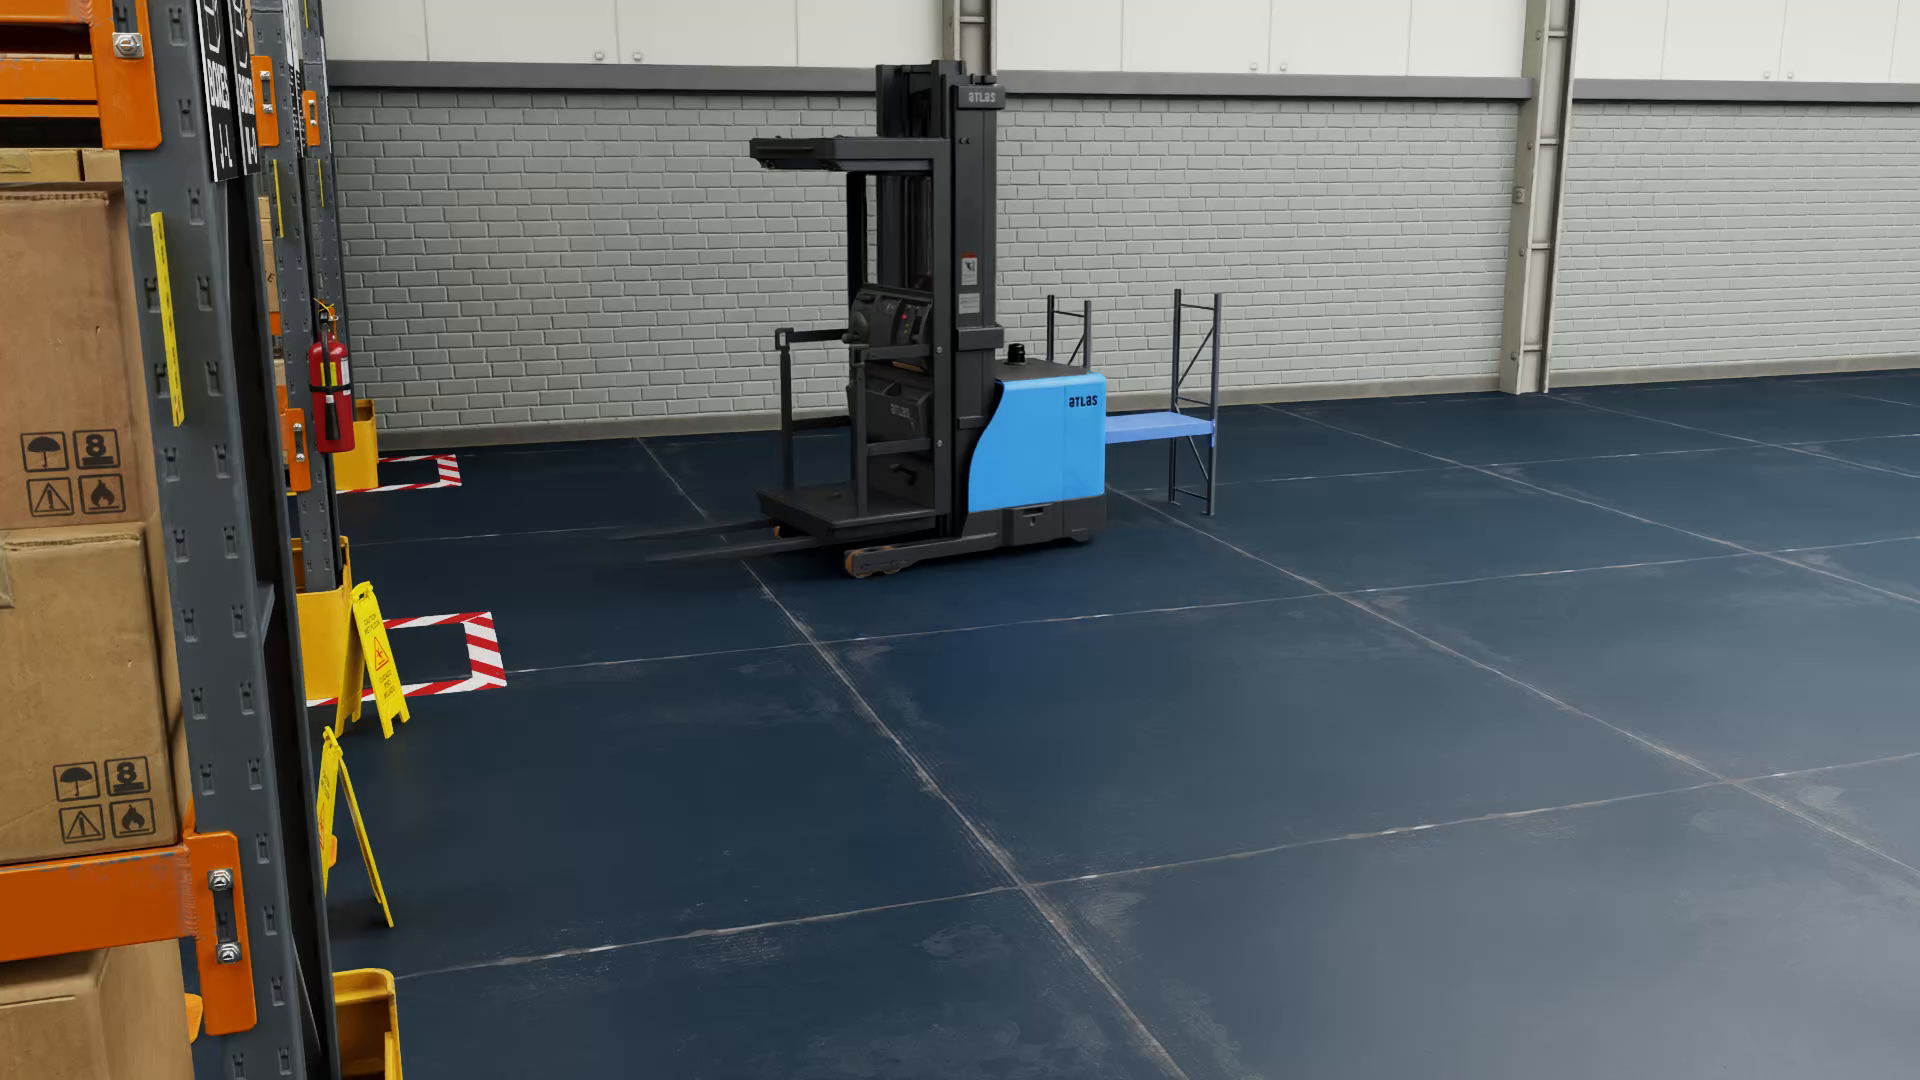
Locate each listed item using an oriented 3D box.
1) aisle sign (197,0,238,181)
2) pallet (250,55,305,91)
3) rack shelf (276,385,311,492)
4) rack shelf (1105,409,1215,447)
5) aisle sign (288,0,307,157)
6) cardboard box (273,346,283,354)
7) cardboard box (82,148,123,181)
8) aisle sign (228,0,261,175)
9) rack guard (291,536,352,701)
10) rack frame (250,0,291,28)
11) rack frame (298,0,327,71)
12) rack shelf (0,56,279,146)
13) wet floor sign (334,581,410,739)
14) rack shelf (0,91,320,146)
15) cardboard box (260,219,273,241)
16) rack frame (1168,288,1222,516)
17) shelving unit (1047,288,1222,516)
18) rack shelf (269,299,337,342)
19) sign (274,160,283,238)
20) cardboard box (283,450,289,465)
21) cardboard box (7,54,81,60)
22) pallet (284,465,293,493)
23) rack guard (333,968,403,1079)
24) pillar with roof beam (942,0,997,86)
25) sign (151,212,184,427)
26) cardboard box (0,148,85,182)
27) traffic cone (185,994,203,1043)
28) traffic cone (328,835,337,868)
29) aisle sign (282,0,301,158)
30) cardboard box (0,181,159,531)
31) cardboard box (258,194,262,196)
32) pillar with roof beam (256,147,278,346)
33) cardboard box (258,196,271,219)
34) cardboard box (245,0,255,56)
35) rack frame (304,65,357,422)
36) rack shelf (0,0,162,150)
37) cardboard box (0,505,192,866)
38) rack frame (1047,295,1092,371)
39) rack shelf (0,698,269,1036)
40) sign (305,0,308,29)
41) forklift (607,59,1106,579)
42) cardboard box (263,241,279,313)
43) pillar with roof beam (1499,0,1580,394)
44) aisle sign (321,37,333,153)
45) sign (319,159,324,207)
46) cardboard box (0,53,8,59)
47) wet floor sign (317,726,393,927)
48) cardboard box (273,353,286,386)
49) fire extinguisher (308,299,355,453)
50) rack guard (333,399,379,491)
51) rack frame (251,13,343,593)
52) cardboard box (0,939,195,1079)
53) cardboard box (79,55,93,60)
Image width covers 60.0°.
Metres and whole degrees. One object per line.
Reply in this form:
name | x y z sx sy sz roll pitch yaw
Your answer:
aisle sign | -1.231 -0.990 2.703 0.004 0.787 0.394 -4 14 -18
pallet | -5.334 -3.322 11.834 1.213 0.211 1.003 -4 14 -18
rack shelf | -4.964 -0.366 7.254 4.000 0.370 1.077 -4 14 -18
rack shelf | 1.154 -0.717 11.192 1.000 0.185 0.538 -7 15 -27
aisle sign | -3.109 -2.201 7.795 0.004 0.787 0.394 -4 14 -18
cardboard box | -5.171 -1.311 12.546 0.500 0.250 0.500 -5 14 -19
cardboard box | -3.483 -1.458 7.270 0.500 0.500 0.700 -5 14 -19
aisle sign | -1.423 -1.121 3.256 0.004 0.787 0.394 -4 14 -18
rack guard | -3.141 0.358 8.057 0.348 0.500 1.175 -4 14 -18
rack frame | -3.069 -3.782 7.097 0.127 3.000 1.000 -4 14 -18
rack frame | -4.655 -4.871 11.673 0.127 3.000 1.000 -4 14 -18
rack shelf | -4.964 -1.825 6.907 4.000 0.370 1.077 -4 14 -18
wet floor sign | -2.547 0.502 7.136 0.232 0.644 0.267 0 13 1
rack shelf | -6.551 -2.914 11.482 4.000 0.370 1.077 -4 14 -18
cardboard box | -4.895 -2.229 11.914 0.250 0.149 0.380 -4 14 -17
rack frame | 1.603 -0.947 11.383 0.032 1.500 0.500 -7 15 -27
shelving unit | 1.154 -0.892 11.150 1.048 1.500 0.538 -7 15 -27
rack shelf | -6.551 -1.454 11.830 4.000 0.370 1.077 -4 14 -18
sign | -2.911 -1.457 7.103 0.005 0.325 0.100 -4 14 -18
cardboard box | -5.000 -0.715 12.199 0.500 0.250 0.500 -4 14 -18
cardboard box | -3.806 -2.075 6.946 0.250 0.149 0.380 -4 14 -16
pallet | -5.367 -0.530 12.414 1.213 0.211 1.003 -4 14 -18
rack guard | -1.372 1.429 3.555 0.348 0.500 1.175 -4 14 -18
pillar with roof beam | 1.457 -4.515 10.180 0.400 9.000 9.100 -4 14 -18
sign | -1.234 -0.344 2.592 0.005 0.325 0.100 -4 14 -18
cardboard box | -3.965 -1.422 7.120 0.500 0.500 0.700 -4 14 -18
traffic cone | -2.351 1.177 4.697 0.334 0.463 0.336 -4 14 -18
traffic cone | -2.389 0.904 5.844 0.334 0.463 0.336 -4 14 -18
aisle sign | -2.918 -2.069 7.242 0.004 0.787 0.394 -4 14 -18
cardboard box | -1.758 -0.365 3.037 0.550 0.550 0.875 -4 14 -18
cardboard box | -5.314 -2.477 12.314 0.250 0.149 0.380 -4 14 -16
pillar with roof beam | -4.230 -4.073 8.318 0.400 9.000 9.100 -4 14 -18
cardboard box | -4.928 -2.388 11.940 0.250 0.149 0.380 -4 14 -18
cardboard box | -4.997 -3.627 11.586 0.500 0.500 0.500 -4 14 -16
rack frame | -4.655 -1.952 12.367 0.127 3.000 1.000 -4 14 -18
rack shelf | -3.290 -0.747 2.374 4.000 0.370 1.077 -4 14 -18
cardboard box | -1.732 0.179 3.084 0.550 0.550 0.875 -4 14 -18
rack frame | 0.705 -0.836 10.918 0.032 1.500 0.500 -7 15 -27
rack shelf | -3.290 0.712 2.721 4.000 0.370 1.077 -4 14 -18
sign | -4.496 -3.683 11.422 0.005 0.325 0.100 -4 14 -18
forklift | -0.600 -1.338 9.936 3.031 2.935 1.130 -8 16 -30
cardboard box | -5.038 -1.907 11.960 0.500 0.500 0.500 -5 14 -19
pillar with roof beam | 7.144 -4.958 12.042 0.400 9.000 9.100 -4 14 -18
aisle sign | -4.500 -3.157 11.816 0.004 0.787 0.394 -4 14 -18
sign | -4.496 -2.510 11.701 0.005 0.325 0.100 -4 14 -18
cardboard box | -4.067 -2.071 6.929 0.250 0.149 0.380 -4 14 -18
wet floor sign | -1.998 0.924 5.366 0.232 0.644 0.267 -7 15 -28
cardboard box | -4.992 -1.203 12.090 0.500 0.250 0.500 -4 14 -16
fire extinguisher | -2.813 -0.733 7.411 0.183 0.674 0.296 -4 14 -18
rack guard | -4.633 -0.738 12.664 0.348 0.500 1.175 -4 14 -18
rack frame | -3.069 -0.864 7.791 0.127 3.000 1.000 -4 14 -18
cardboard box | -2.016 1.109 3.184 0.875 0.875 0.875 -4 14 -18
cardboard box | -3.543 -2.087 6.997 0.250 0.149 0.380 -4 14 -18
